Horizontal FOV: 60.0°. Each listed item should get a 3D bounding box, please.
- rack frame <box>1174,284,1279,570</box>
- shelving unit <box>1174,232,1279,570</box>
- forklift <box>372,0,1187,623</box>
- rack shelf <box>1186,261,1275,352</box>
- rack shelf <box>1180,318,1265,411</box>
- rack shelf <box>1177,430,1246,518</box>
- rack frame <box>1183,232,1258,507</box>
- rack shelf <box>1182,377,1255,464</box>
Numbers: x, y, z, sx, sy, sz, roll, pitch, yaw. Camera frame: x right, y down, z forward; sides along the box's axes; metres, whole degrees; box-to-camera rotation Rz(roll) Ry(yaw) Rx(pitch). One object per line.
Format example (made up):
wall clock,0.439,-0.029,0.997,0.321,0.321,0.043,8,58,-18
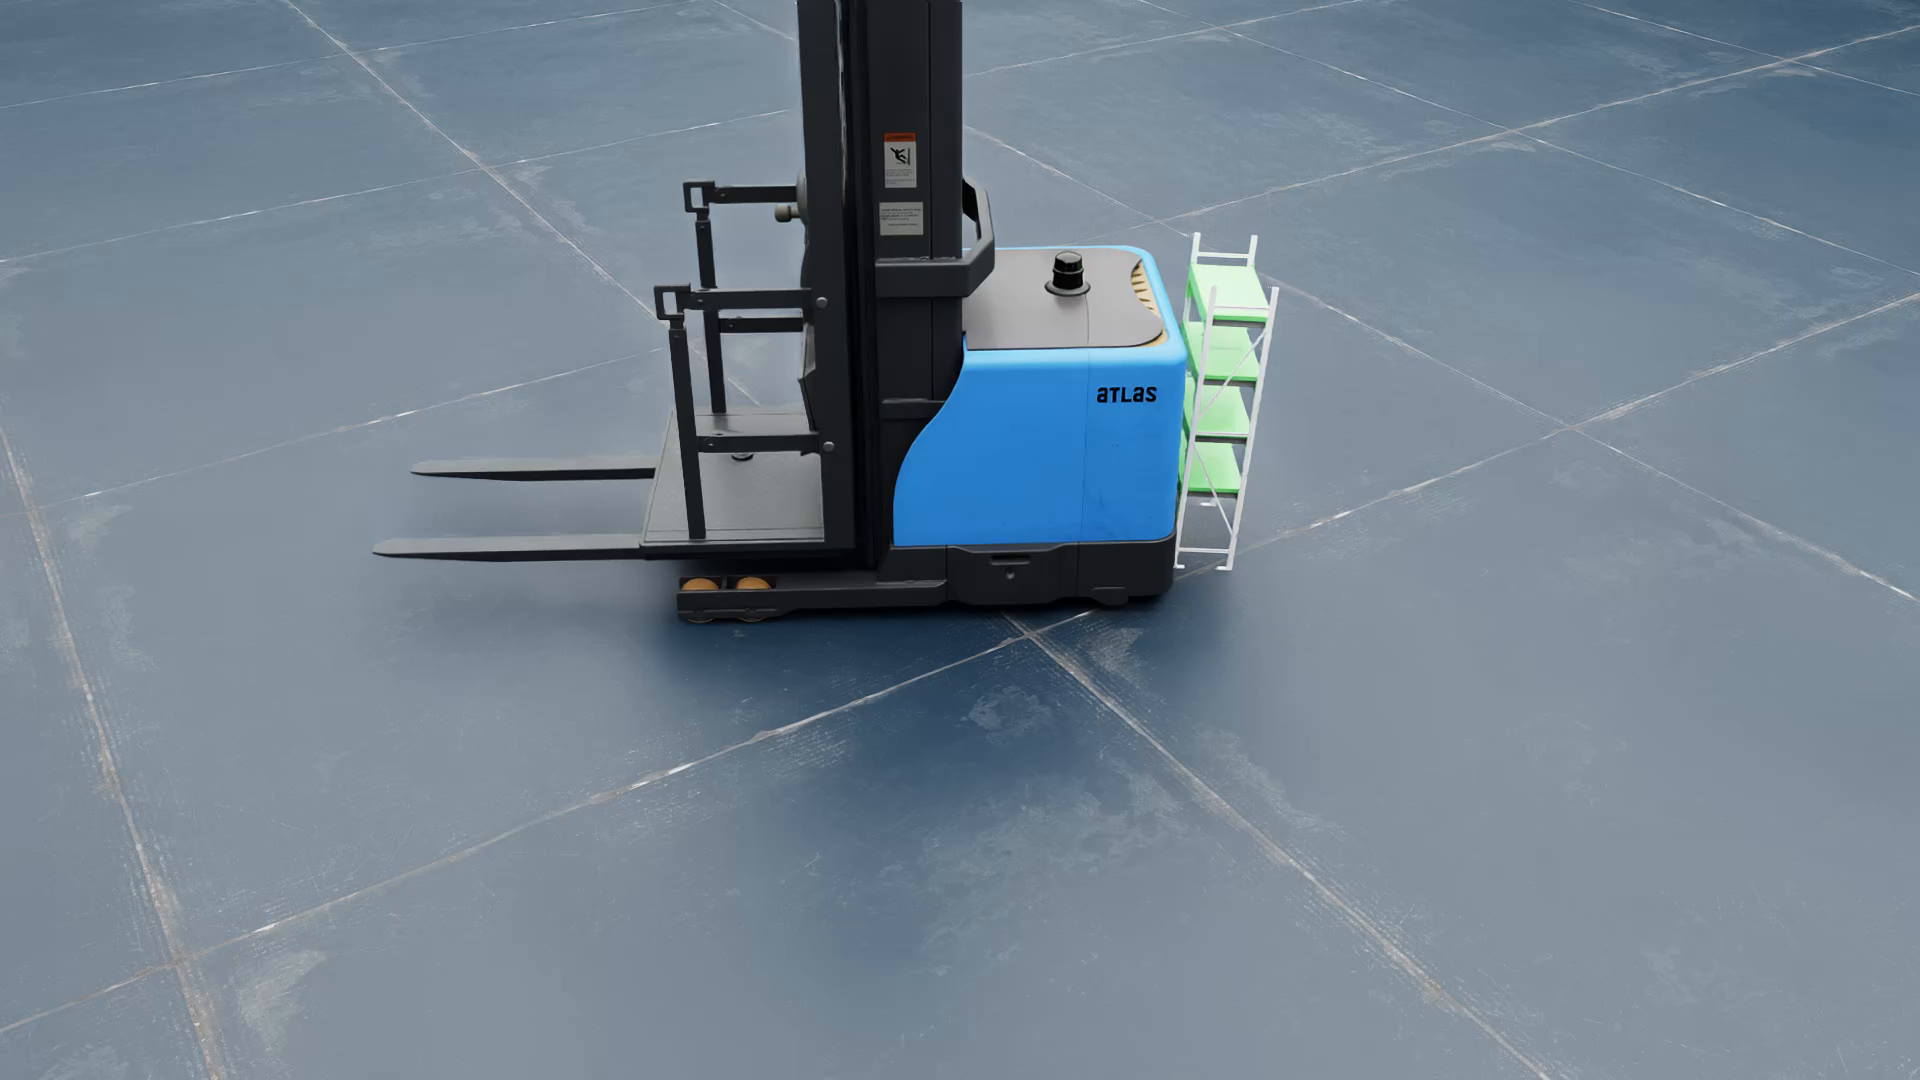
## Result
rack frame,0.983,-0.396,6.240,0.240,1.200,0.015,3,32,-2
shelving unit,0.982,-0.526,6.446,0.258,1.200,0.503,3,32,-2
forklift,-0.717,-1.216,5.930,3.031,2.935,1.130,-1,32,-2
rack shelf,1.004,-0.877,6.224,0.258,0.148,0.480,3,32,-2
rack shelf,0.991,-0.675,6.352,0.258,0.148,0.480,3,32,-2
rack shelf,0.966,-0.269,6.608,0.258,0.148,0.480,3,32,-2
rack frame,0.981,-0.656,6.652,0.240,1.200,0.015,3,32,-2
rack shelf,0.979,-0.472,6.480,0.258,0.148,0.480,3,32,-2
